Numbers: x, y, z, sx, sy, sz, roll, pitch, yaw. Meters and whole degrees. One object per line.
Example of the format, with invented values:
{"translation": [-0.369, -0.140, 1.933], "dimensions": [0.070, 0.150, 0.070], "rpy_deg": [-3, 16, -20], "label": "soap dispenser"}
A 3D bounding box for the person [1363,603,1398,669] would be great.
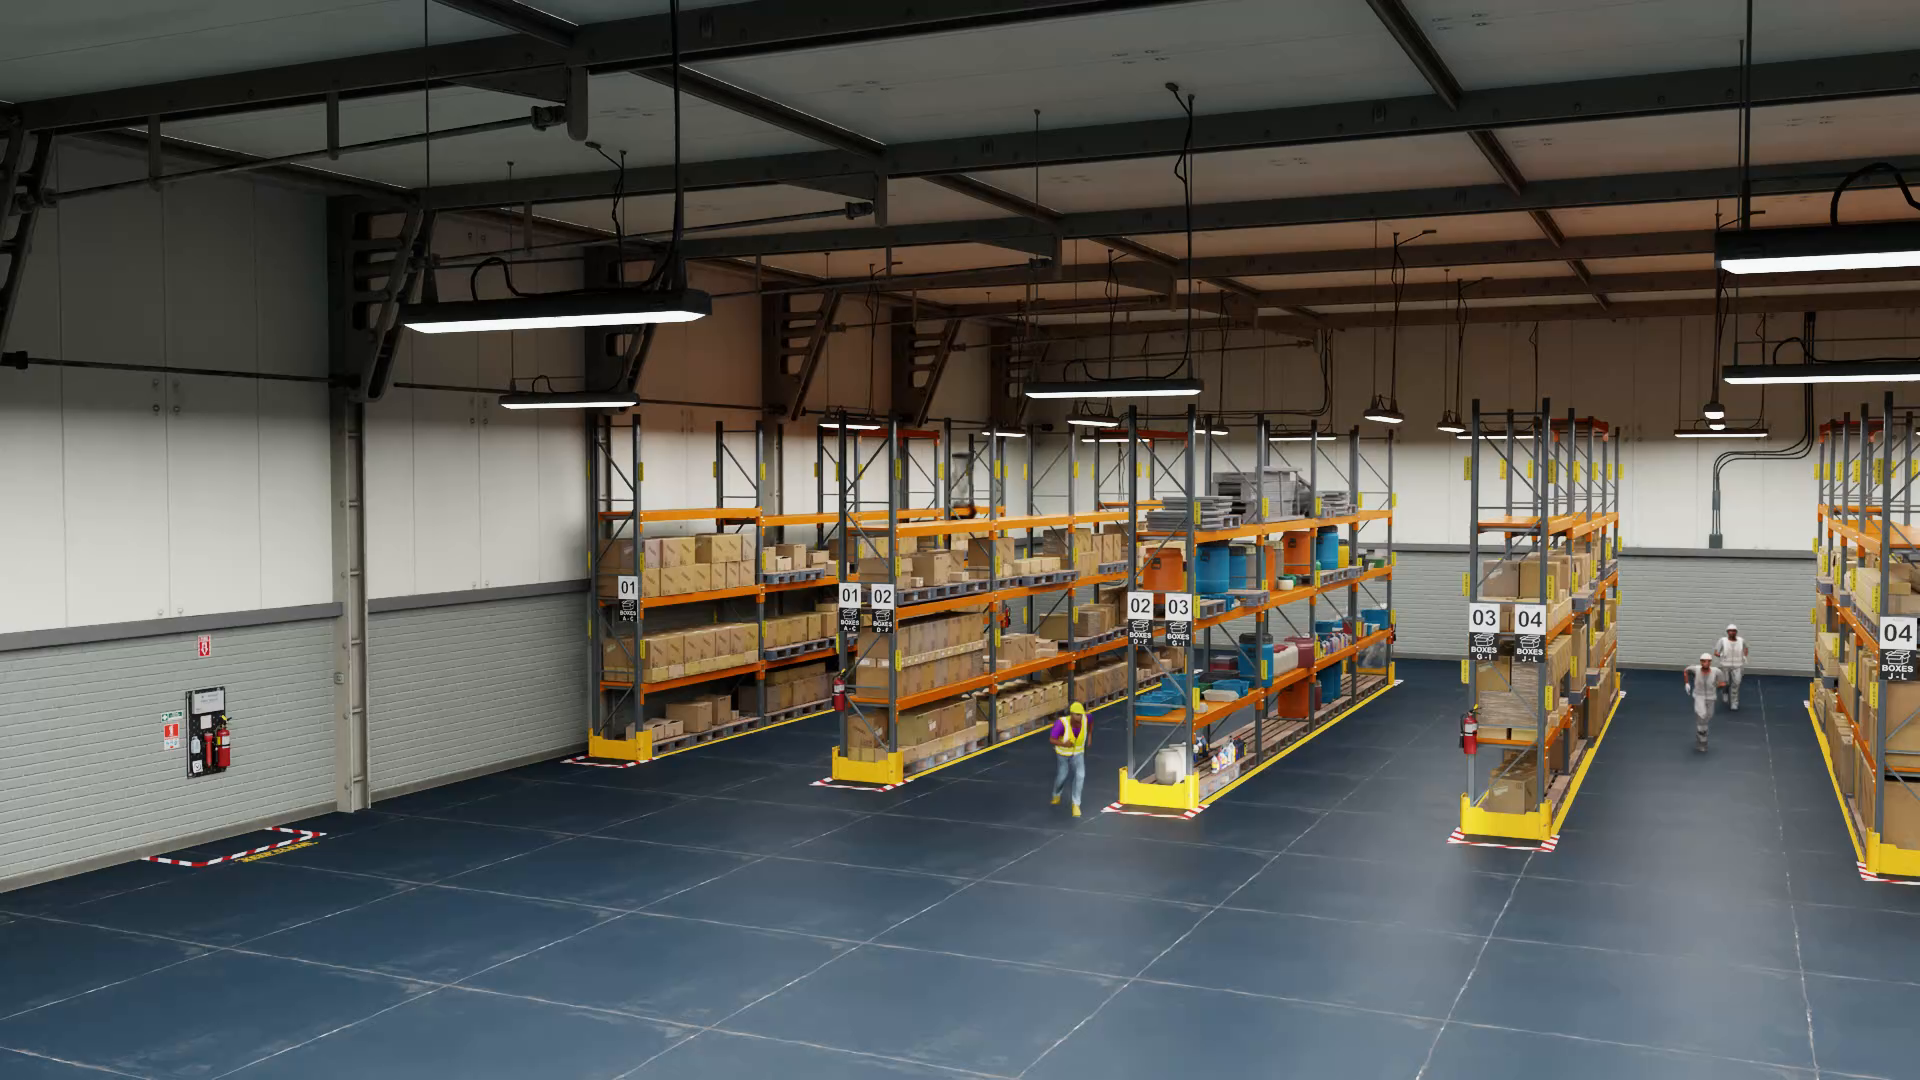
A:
{"translation": [10.455, 2.431, 41.485], "dimensions": [0.938, 1.766, 0.573], "rpy_deg": [2, 3, 40], "label": "person"}

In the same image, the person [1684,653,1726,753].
{"translation": [13.392, 2.899, 29.928], "dimensions": [0.649, 1.784, 0.974], "rpy_deg": [1, 2, 13], "label": "person"}

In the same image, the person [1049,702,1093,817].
{"translation": [1.609, 3.190, 24.426], "dimensions": [0.745, 1.713, 1.027], "rpy_deg": [-1, 2, -17], "label": "person"}

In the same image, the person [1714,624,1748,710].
{"translation": [16.200, 2.651, 34.905], "dimensions": [0.688, 1.759, 1.006], "rpy_deg": [1, 2, 18], "label": "person"}
